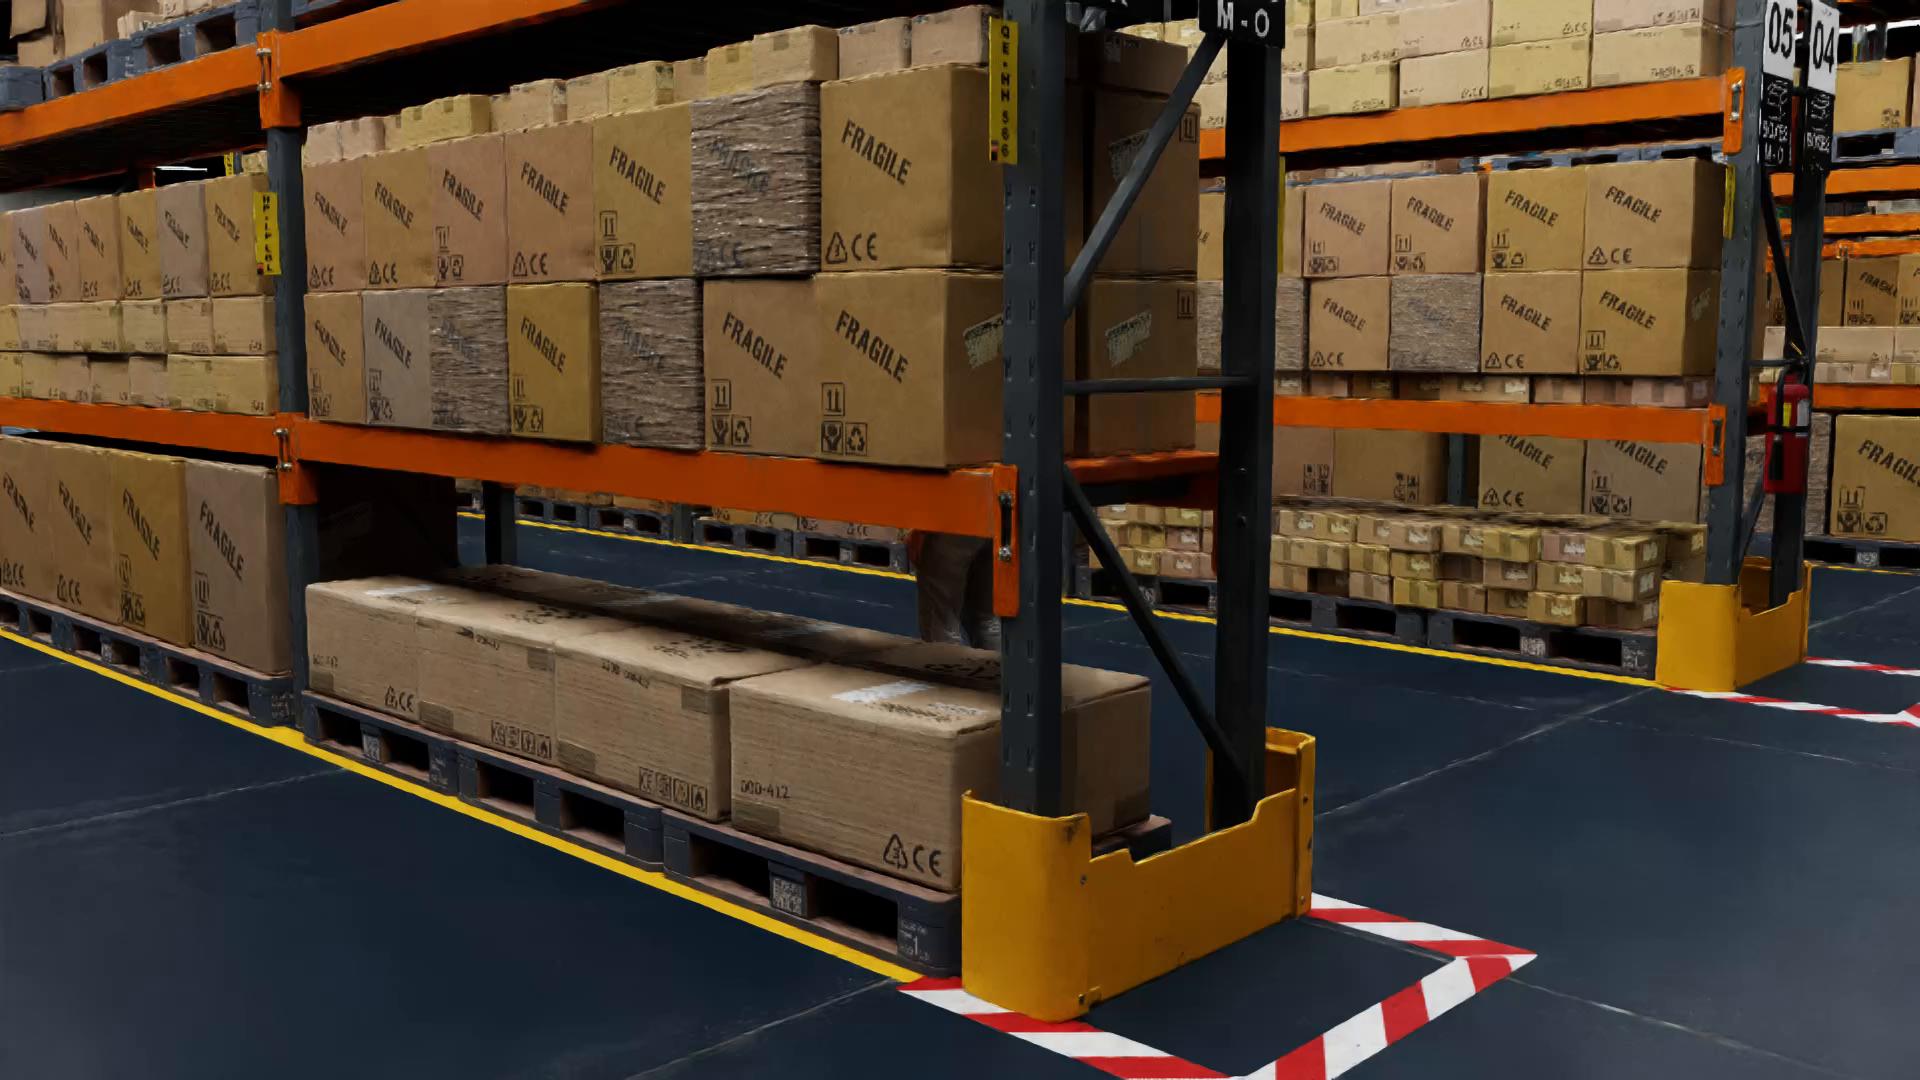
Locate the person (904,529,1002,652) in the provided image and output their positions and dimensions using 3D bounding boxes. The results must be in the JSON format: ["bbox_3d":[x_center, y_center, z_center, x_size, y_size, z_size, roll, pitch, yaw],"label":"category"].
[{"bbox_3d":[0.004,-0.064,6.709,0.358,1.765,0.533,7,10,44],"label":"person"}]
